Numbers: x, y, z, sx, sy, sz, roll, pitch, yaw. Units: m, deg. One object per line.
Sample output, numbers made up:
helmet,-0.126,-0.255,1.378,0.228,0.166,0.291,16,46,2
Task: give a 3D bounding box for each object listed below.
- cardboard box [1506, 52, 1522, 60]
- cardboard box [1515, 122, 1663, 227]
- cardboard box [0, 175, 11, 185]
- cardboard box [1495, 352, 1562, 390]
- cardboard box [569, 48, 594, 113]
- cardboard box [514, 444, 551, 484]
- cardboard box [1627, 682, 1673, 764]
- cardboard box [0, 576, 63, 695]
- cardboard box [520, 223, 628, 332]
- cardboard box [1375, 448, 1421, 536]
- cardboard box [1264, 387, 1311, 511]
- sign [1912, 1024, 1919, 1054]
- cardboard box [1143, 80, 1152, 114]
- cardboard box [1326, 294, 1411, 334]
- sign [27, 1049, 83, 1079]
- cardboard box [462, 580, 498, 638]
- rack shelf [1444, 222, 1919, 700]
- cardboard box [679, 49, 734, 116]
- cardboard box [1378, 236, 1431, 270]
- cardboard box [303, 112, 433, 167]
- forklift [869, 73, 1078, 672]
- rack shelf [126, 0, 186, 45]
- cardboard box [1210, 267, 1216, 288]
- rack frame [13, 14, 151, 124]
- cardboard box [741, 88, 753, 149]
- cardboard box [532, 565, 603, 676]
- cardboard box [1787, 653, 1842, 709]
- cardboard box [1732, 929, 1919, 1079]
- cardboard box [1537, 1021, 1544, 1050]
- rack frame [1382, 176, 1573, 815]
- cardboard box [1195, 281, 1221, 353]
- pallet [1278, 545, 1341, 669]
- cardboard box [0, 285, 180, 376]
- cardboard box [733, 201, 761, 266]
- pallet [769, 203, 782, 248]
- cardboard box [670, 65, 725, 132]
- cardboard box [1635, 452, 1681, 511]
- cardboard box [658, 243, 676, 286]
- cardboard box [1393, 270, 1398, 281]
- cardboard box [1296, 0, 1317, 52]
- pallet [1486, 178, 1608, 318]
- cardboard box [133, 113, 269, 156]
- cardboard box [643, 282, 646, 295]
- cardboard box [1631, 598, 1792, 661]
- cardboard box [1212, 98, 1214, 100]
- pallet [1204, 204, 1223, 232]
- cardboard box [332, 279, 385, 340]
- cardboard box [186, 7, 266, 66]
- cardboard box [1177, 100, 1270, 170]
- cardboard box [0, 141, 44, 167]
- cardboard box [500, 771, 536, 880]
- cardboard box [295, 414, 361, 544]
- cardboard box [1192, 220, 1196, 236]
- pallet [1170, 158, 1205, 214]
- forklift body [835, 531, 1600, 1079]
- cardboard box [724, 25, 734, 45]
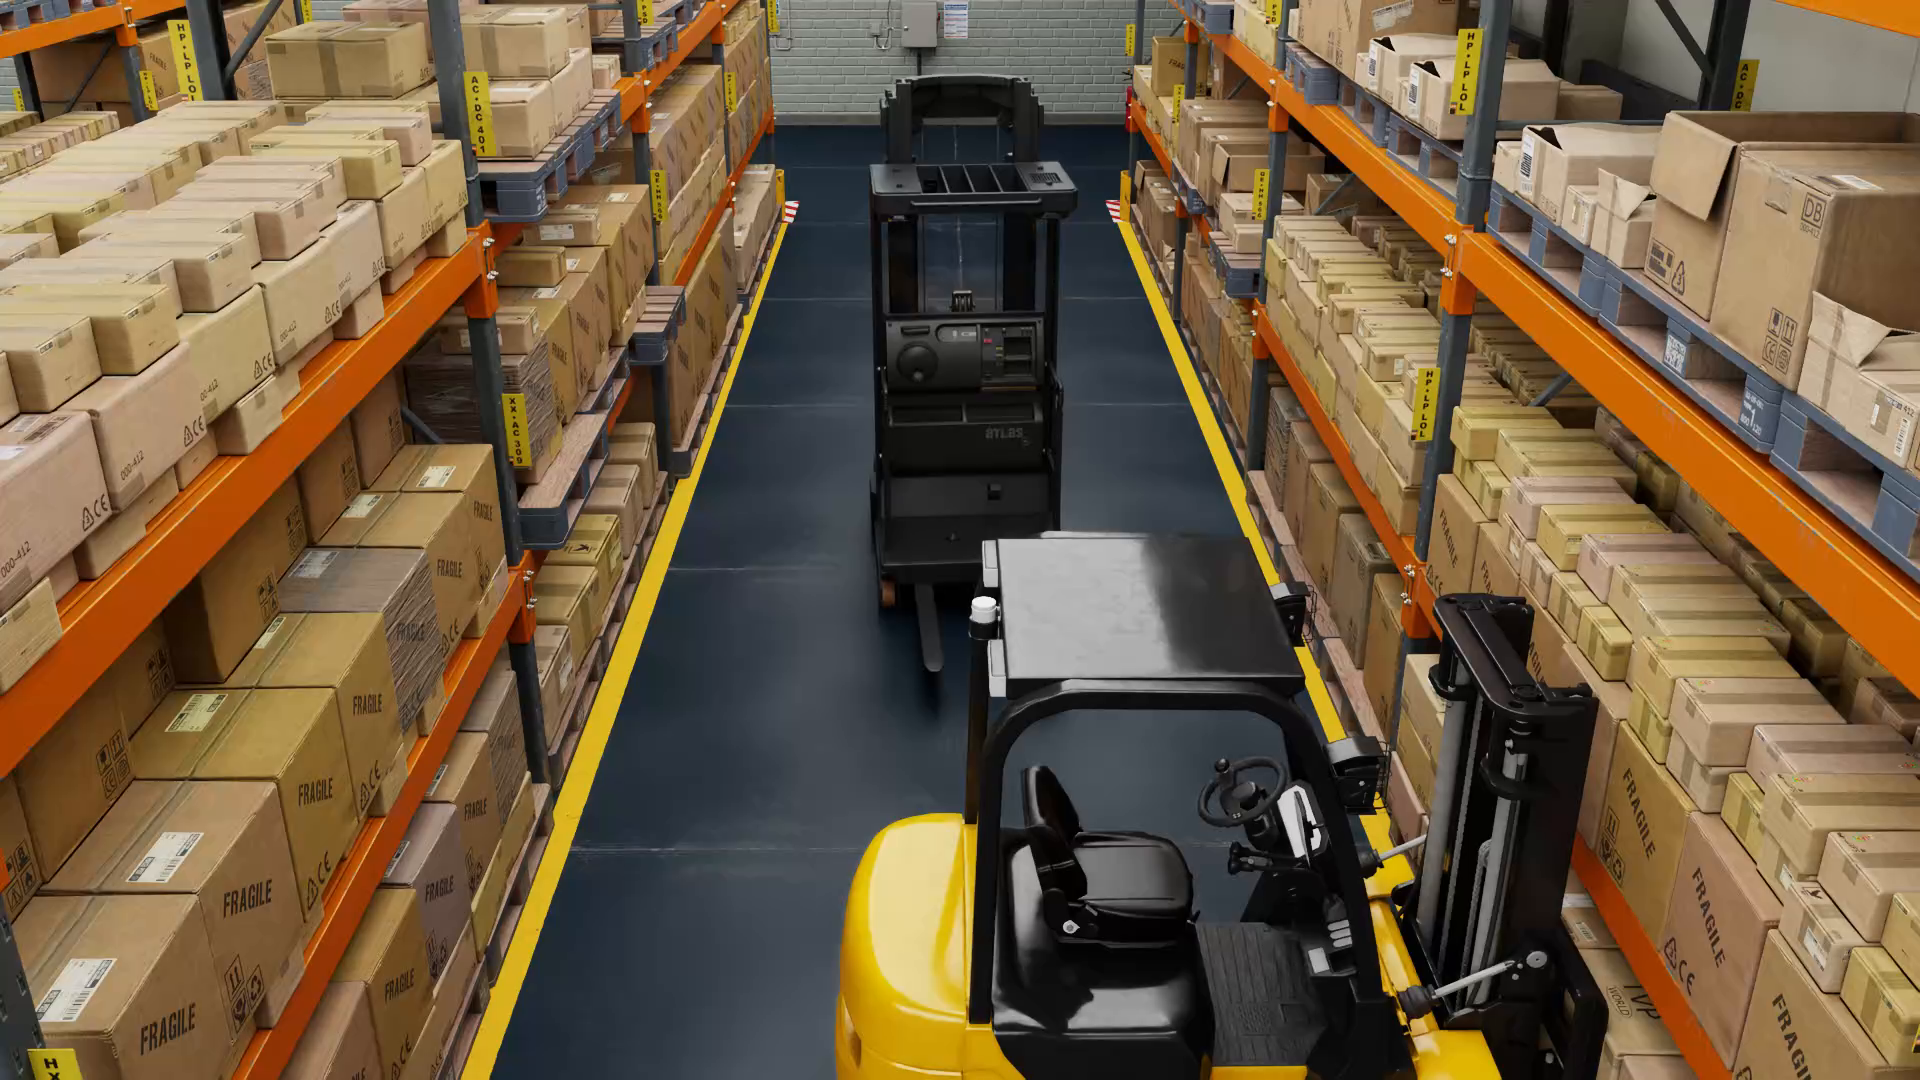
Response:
cardboard box,2.583,-2.360,8.342,0.380,0.166,0.250,0,24,-1
cardboard box,2.292,-1.311,5.846,0.500,0.311,0.500,0,24,1
cardboard box,-7.249,-2.596,12.283,0.380,0.149,0.250,0,24,-1
cardboard box,2.785,-0.793,7.954,0.380,0.149,0.250,0,24,-1
cardboard box,-2.076,-2.217,8.044,0.500,0.250,0.500,-1,24,-1
cardboard box,-2.127,-0.374,7.733,0.380,0.149,0.250,0,24,0
cardboard box,2.248,0.545,4.996,0.380,0.149,0.250,0,24,0
cardboard box,-2.072,0.190,3.355,0.380,0.149,0.250,0,24,-1
cardboard box,-2.174,-1.482,9.395,0.500,0.500,0.500,-2,24,-4
cardboard box,2.260,-0.230,7.801,0.500,0.250,0.500,0,24,1
cardboard box,2.476,-0.593,10.792,0.875,0.625,0.625,1,24,1
sign,2.028,0.917,3.389,0.100,0.325,0.005,0,24,-1
cardboard box,2.146,-4.499,16.879,0.500,0.250,0.500,-1,24,-2
cardboard box,2.177,-1.208,8.873,0.380,0.149,0.250,-1,24,-2
sign,-1.850,1.183,3.444,0.100,0.325,0.005,0,24,-1
cardboard box,-2.119,0.280,6.796,0.380,0.149,0.250,0,24,1
rack shelf,2.549,-0.307,5.021,1.077,0.370,4.000,0,24,-1
cardboard box,-2.287,-4.063,14.759,0.500,0.500,0.500,0,24,0
cardboard box,2.746,-1.734,10.035,0.380,0.149,0.250,0,24,-1
cardboard box,-2.135,-1.447,6.007,0.380,0.149,0.250,-1,24,-2
forklift,0.050,-1.078,9.577,1.130,2.935,3.031,-2,24,-4
rack shelf,-7.494,-5.164,15.761,1.077,0.370,4.000,0,24,-1
cardboard box,2.254,-2.152,13.605,0.380,0.149,0.250,0,24,-1
rack frame,-7.472,-3.301,14.408,1.000,3.000,0.127,0,24,-1
cardboard box,-2.267,-4.017,15.871,0.500,0.500,0.500,0,24,0
cardboard box,-2.456,0.425,8.849,0.950,0.372,0.625,1,24,3
cardboard box,2.832,0.443,5.223,0.380,0.149,0.250,0,24,-1
cardboard box,2.303,1.309,4.094,0.500,0.500,0.500,-1,24,-2
cardboard box,2.229,1.565,5.870,0.500,0.250,0.500,0,24,-1
rack frame,2.527,-0.092,7.314,1.000,3.000,0.127,0,24,-1
cardboard box,2.237,-1.816,13.648,0.500,0.500,0.500,-1,24,-2
pallet,2.464,0.371,9.673,1.003,0.211,1.213,0,24,-1
cardboard box,-2.081,-0.494,3.899,0.380,0.149,0.250,0,24,-1
cardboard box,-2.434,-3.017,16.380,0.875,0.438,0.875,-1,24,-2
pallet,-2.480,-3.413,18.041,1.003,0.211,1.213,0,24,-1
cardboard box,-2.268,-3.683,13.918,0.500,0.500,0.500,1,24,1
cardboard box,2.810,-0.226,6.340,0.380,0.149,0.250,0,24,-1
cardboard box,-2.234,-1.851,11.384,0.500,0.250,0.500,-1,24,-1
cardboard box,2.773,-1.505,10.013,0.500,0.250,0.500,0,24,0
cardboard box,2.248,-3.090,9.550,0.500,0.500,0.500,0,24,0
pallet,2.562,-1.067,5.937,1.003,0.211,1.213,0,24,-1
cardboard box,-2.727,-1.445,6.003,0.380,0.149,0.250,0,24,1
cardboard box,-2.166,-1.549,10.330,0.380,0.149,0.250,0,24,0
cardboard box,2.333,0.301,5.175,0.380,0.149,0.250,0,24,0
cardboard box,2.688,-4.080,15.953,0.500,0.250,0.500,0,24,1
pallet,2.457,-2.454,12.769,1.003,0.211,1.213,0,24,-1
cardboard box,-2.131,-0.768,5.472,0.380,0.149,0.250,0,24,1
cardboard box,-7.242,-4.975,16.415,0.500,0.500,0.500,1,24,2
cardboard box,2.221,-3.425,14.052,0.700,0.500,0.500,0,24,1
cardboard box,-7.259,-2.947,12.700,0.380,0.149,0.250,-1,24,-3
cardboard box,-2.161,1.236,7.205,0.500,0.250,0.500,1,24,2
cardboard box,-2.665,-0.312,6.104,0.700,0.500,0.500,0,24,0
cardboard box,2.238,-2.723,14.507,0.380,0.149,0.250,-1,24,-1
pallet,2.339,-2.971,13.913,1.003,0.211,1.213,0,24,-1
forklift body,0.726,1.170,5.554,2.313,2.155,1.214,0,24,-1
cardboard box,-2.273,-4.606,15.172,0.380,0.149,0.250,0,24,-1
